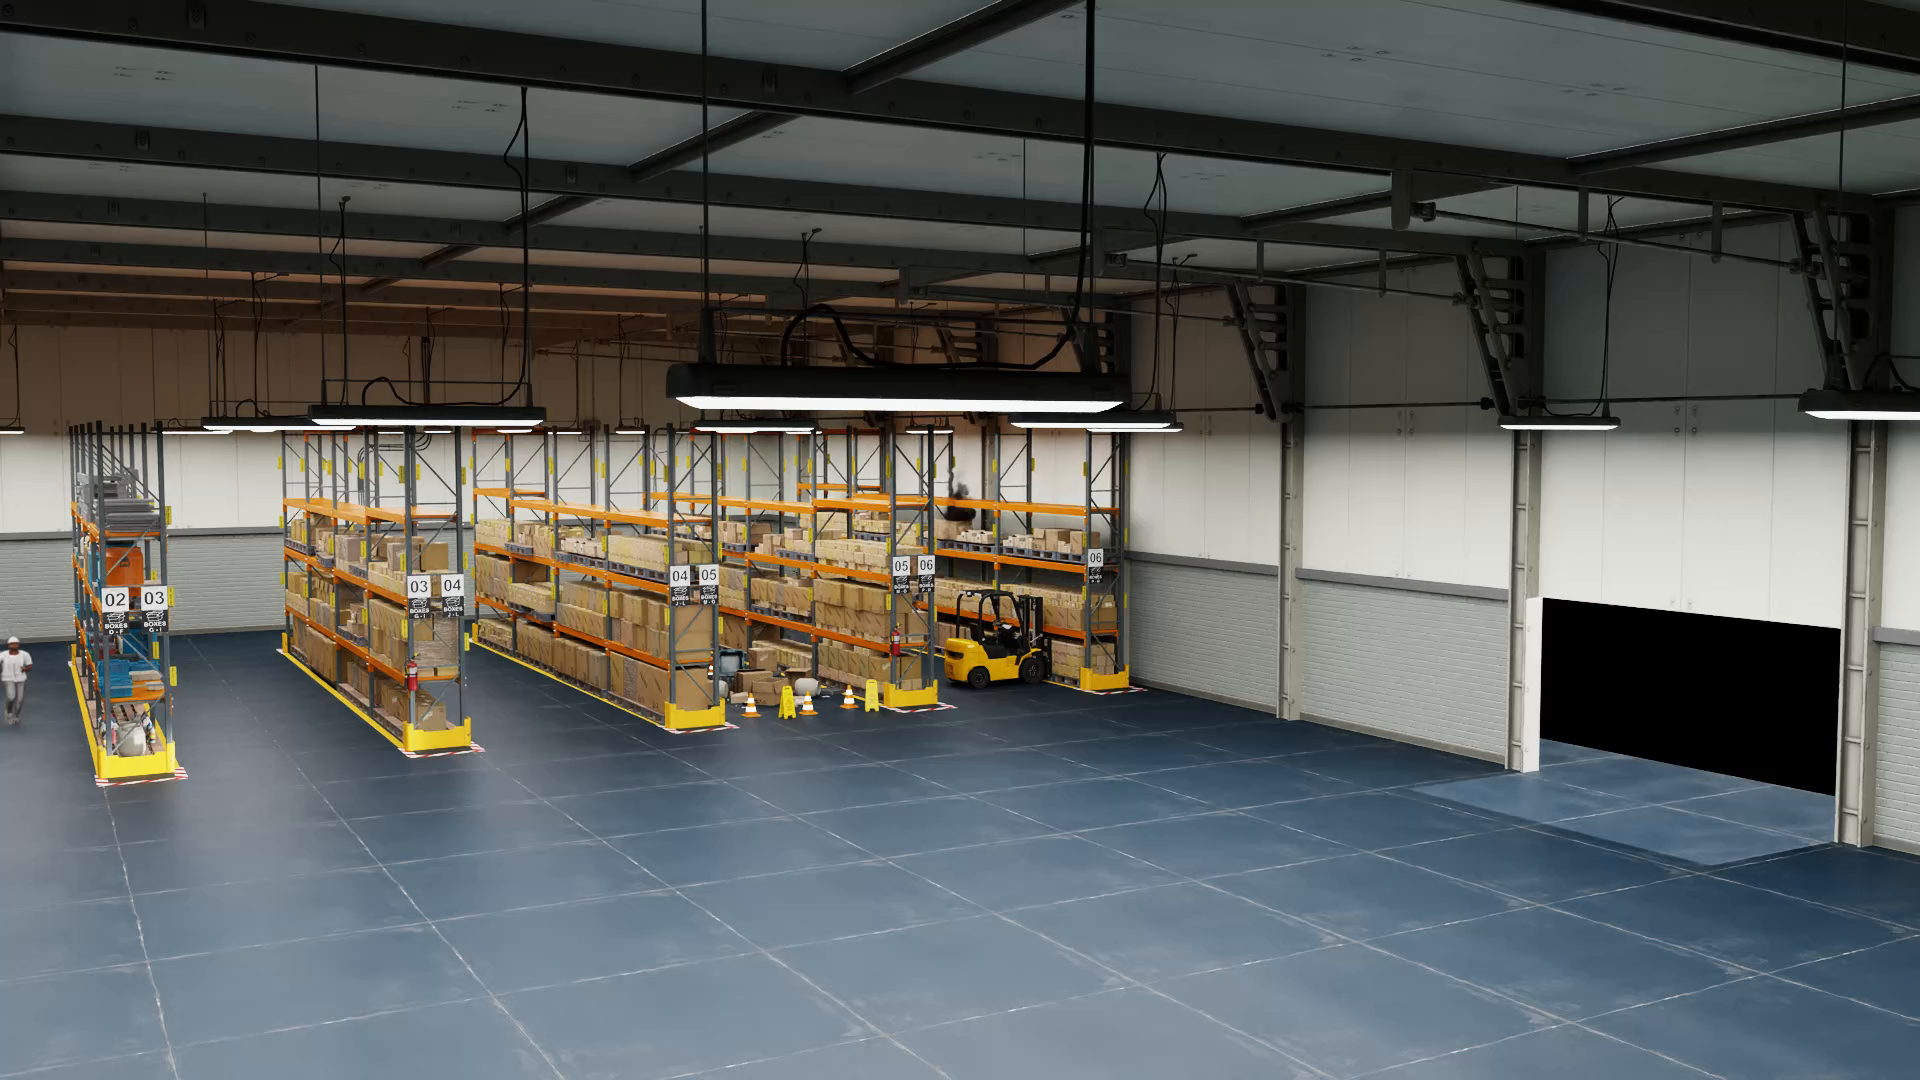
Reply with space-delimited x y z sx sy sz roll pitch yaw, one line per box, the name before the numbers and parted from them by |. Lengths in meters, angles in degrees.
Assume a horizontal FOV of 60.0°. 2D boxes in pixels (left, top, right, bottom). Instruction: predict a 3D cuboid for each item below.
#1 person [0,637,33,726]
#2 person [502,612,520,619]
person | -18.758 2.803 32.980 0.675 1.759 0.688 -3 5 -41
person | -13.084 1.927 48.454 0.665 1.621 0.860 0 4 4
